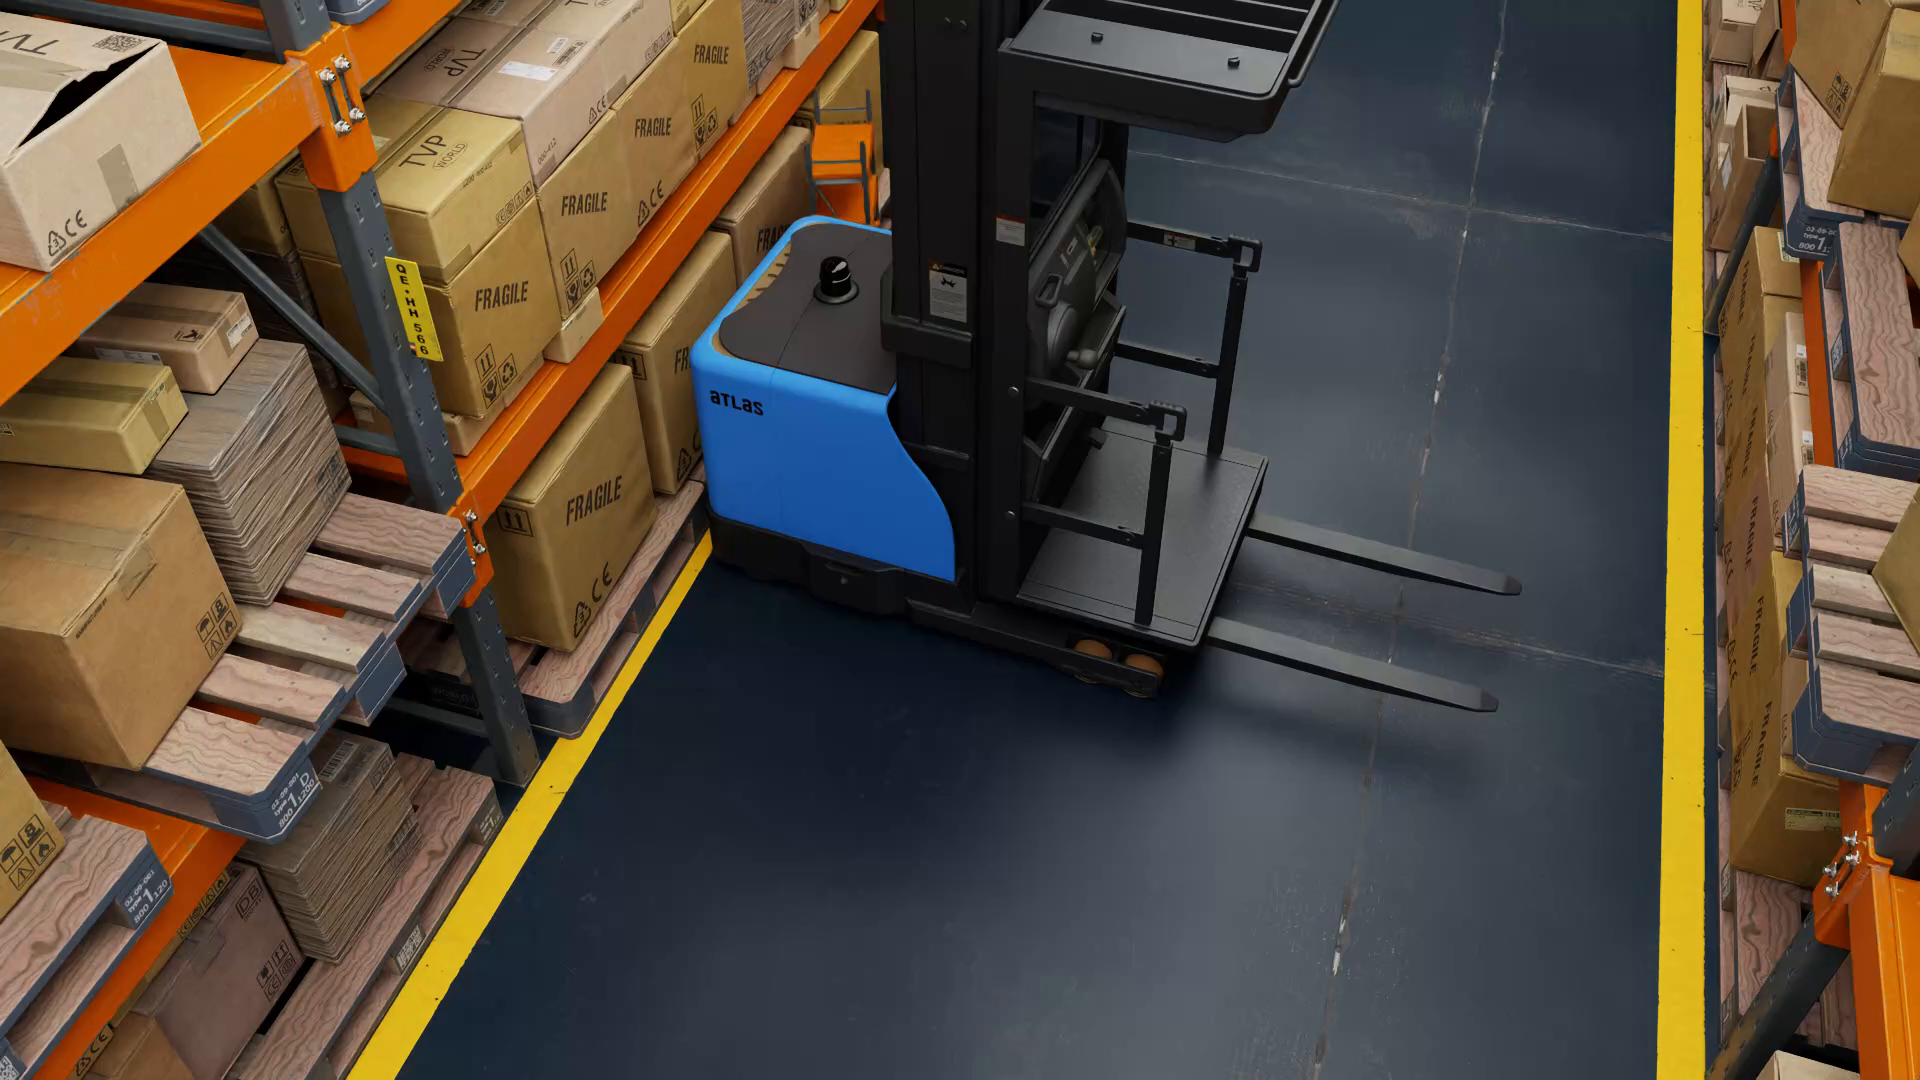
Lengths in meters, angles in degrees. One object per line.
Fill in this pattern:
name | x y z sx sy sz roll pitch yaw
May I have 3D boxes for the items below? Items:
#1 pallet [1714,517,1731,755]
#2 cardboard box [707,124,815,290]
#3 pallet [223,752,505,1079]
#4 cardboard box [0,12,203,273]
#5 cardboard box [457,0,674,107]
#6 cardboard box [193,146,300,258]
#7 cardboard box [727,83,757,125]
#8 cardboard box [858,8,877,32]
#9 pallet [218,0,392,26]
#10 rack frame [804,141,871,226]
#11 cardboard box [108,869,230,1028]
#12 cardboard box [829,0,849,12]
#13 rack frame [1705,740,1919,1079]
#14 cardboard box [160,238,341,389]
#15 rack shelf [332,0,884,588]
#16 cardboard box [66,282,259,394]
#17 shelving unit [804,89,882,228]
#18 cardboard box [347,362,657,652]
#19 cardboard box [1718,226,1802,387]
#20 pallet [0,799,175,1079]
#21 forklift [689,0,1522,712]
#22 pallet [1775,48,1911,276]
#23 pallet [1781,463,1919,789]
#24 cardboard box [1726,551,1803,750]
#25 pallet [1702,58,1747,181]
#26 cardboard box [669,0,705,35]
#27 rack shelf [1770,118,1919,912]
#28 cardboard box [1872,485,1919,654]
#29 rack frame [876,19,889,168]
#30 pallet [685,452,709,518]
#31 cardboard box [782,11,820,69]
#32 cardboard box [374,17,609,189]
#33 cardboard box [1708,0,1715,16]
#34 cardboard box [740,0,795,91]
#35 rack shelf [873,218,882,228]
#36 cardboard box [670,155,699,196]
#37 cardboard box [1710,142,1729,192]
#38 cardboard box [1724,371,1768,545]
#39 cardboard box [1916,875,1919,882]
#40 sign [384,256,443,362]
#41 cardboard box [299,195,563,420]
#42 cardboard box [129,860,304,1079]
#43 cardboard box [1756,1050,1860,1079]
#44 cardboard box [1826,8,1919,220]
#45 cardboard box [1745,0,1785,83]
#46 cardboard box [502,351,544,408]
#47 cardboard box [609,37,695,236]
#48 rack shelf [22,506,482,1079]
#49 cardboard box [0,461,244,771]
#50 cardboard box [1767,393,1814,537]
pallet | 3.368 0.403 6.187 1.003 0.211 1.213 13 46 13
cardboard box | -1.115 -1.334 7.205 0.750 0.750 0.750 14 46 14
pallet | -2.225 1.177 5.396 1.003 0.211 1.213 13 46 13
cardboard box | -1.948 -0.850 3.379 0.500 0.311 0.500 13 46 13
cardboard box | -1.294 -1.698 5.506 0.500 0.250 0.500 13 46 13
cardboard box | -2.097 -1.114 4.909 0.500 0.250 0.500 14 46 14
cardboard box | -1.035 -1.801 6.611 0.380 0.149 0.250 11 46 11
cardboard box | -0.452 -2.740 8.892 0.700 0.500 0.500 13 46 13
pallet | -1.843 -1.785 4.420 1.213 0.211 1.003 15 46 14
rack frame | -0.477 -1.105 6.952 0.240 1.200 0.015 -1 39 1
cardboard box | -2.388 0.986 4.534 0.500 0.250 0.500 13 46 13
cardboard box | -0.662 -2.465 7.290 0.380 0.149 0.250 13 46 13
rack frame | 2.735 0.707 3.883 1.000 3.000 0.127 13 46 13
cardboard box | -2.095 -0.860 5.185 0.500 0.500 0.500 13 46 13
rack shelf | -1.381 -1.416 6.567 1.077 0.370 4.000 13 46 13
cardboard box | -2.063 -0.528 4.295 0.380 0.149 0.250 7 45 7
shelving unit | -0.476 -1.259 7.141 0.258 1.200 0.503 -1 39 1
cardboard box | -1.639 -0.184 6.030 0.750 0.750 0.750 12 46 12
cardboard box | 3.568 -0.952 7.051 0.500 0.500 0.500 11 45 11
pallet | -2.548 1.057 3.662 1.003 0.211 1.213 13 46 13
forklift | 0.585 -0.889 5.562 3.031 2.935 1.130 15 46 15
pallet | 3.600 -1.381 6.154 1.003 0.211 1.213 13 46 13
pallet | 2.873 0.309 4.427 1.213 0.211 1.003 13 46 13
cardboard box | 2.952 0.425 5.644 0.500 0.500 0.500 11 45 11
pallet | 4.523 -2.236 8.884 1.003 0.211 1.213 13 46 13
cardboard box | -1.146 -2.039 5.855 0.500 0.250 0.500 12 46 12
rack shelf | 3.341 -0.369 5.497 1.077 0.370 4.000 13 46 13
cardboard box | 2.818 0.077 4.154 0.700 0.500 0.500 -1 44 -1
rack frame | -0.776 -3.006 7.677 1.000 3.000 0.127 13 46 13
pallet | -1.305 -0.663 7.277 1.003 0.211 1.213 13 46 13
cardboard box | -0.808 -2.113 6.930 0.380 0.149 0.250 13 46 13
cardboard box | -1.442 -1.364 5.164 0.500 0.250 0.500 12 46 12
cardboard box | 4.571 -3.164 9.491 0.500 0.250 0.500 13 46 13
cardboard box | -0.981 -2.119 6.472 0.500 0.500 0.500 13 46 13
rack shelf | -0.474 -1.207 7.184 0.258 0.148 0.480 -1 39 1
cardboard box | -1.213 -1.452 6.255 0.380 0.149 0.250 13 46 13
cardboard box | 3.905 -1.800 8.169 0.380 0.149 0.250 13 46 13
cardboard box | 3.258 -0.263 6.347 0.500 0.500 0.500 13 46 13
cardboard box | 3.298 0.850 5.209 0.500 0.500 0.500 11 45 11
sign | -1.467 -0.617 4.464 0.100 0.325 0.005 13 46 13
cardboard box | -1.596 -0.759 5.082 0.500 0.500 0.500 14 46 14
cardboard box | -2.422 1.206 4.846 0.700 0.500 0.500 12 46 12
cardboard box | 2.297 1.626 4.208 0.500 0.311 0.500 14 46 14
cardboard box | 3.442 -1.405 5.669 0.700 0.500 0.500 19 48 19
cardboard box | 4.510 -2.478 8.608 0.797 0.503 0.637 13 46 13
cardboard box | -1.582 -0.594 5.377 0.380 0.149 0.250 13 46 13
cardboard box | -1.277 -1.436 5.775 0.500 0.500 0.500 12 46 12
rack shelf | -2.593 1.250 3.842 1.077 0.370 4.000 13 46 13
cardboard box | -2.263 0.161 4.055 0.700 0.500 0.500 9 45 9
cardboard box | 3.113 -0.219 5.766 0.500 0.250 0.500 12 46 12
